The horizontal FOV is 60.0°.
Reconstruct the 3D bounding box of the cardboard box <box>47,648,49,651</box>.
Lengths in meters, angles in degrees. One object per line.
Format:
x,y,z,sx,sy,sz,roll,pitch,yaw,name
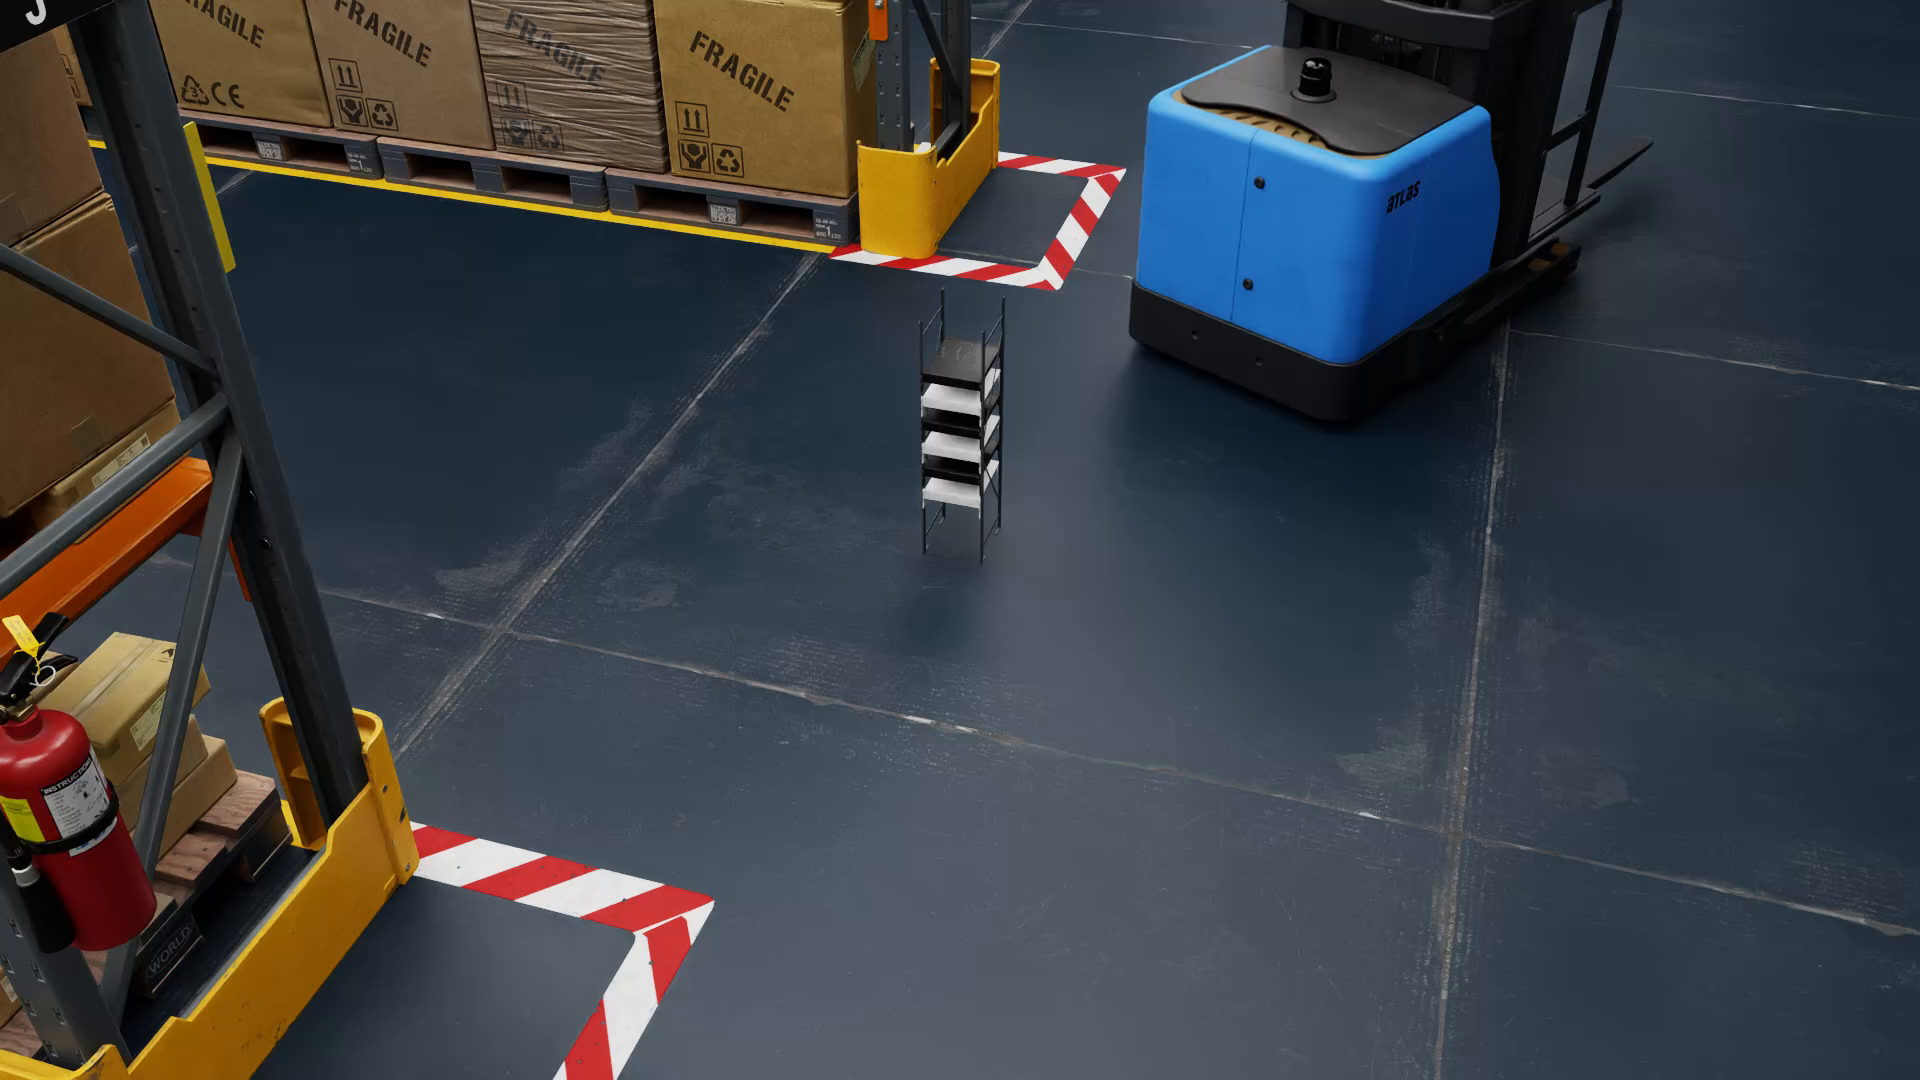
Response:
-2.628,0.323,4.329,0.250,0.149,0.380,10,38,14,cardboard box

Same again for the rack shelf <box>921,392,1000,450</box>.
0.008,-0.407,5.448,0.200,0.077,0.258,10,38,14,rack shelf

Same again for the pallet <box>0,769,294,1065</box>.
-2.566,0.913,4.332,1.213,0.211,1.003,10,38,14,pallet

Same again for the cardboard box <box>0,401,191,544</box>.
-1.940,-0.175,3.669,0.250,0.149,0.380,10,38,14,cardboard box

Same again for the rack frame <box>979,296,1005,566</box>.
0.105,-0.343,5.457,0.006,0.900,0.240,10,38,14,rack frame

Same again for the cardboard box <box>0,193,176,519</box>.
-2.074,-0.429,3.467,0.500,0.500,0.500,12,38,16,cardboard box

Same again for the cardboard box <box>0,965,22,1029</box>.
-2.293,0.971,3.952,0.250,0.149,0.380,11,38,15,cardboard box

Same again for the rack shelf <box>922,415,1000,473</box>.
0.008,-0.334,5.501,0.200,0.077,0.258,10,38,14,rack shelf

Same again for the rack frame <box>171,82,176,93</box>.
-3.971,-3.529,8.014,0.127,3.000,1.000,10,38,14,rack frame

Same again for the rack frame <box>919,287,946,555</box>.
-0.089,-0.379,5.506,0.006,0.900,0.240,10,38,14,rack frame

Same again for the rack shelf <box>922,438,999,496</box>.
0.008,-0.262,5.554,0.200,0.077,0.258,10,38,14,rack shelf

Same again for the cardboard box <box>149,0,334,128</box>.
-3.365,-2.680,8.299,0.875,0.875,0.875,10,38,14,cardboard box

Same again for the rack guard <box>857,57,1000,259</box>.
-0.130,-1.811,7.789,0.348,0.500,1.175,10,38,14,rack guard

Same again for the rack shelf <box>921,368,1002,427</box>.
0.008,-0.479,5.394,0.200,0.077,0.258,10,38,14,rack shelf

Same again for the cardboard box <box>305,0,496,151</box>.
-2.506,-2.521,8.083,0.875,0.875,0.875,10,38,14,cardboard box

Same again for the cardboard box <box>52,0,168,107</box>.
-4.588,-2.944,8.658,0.875,0.875,1.225,11,38,14,cardboard box

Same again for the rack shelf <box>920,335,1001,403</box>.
0.008,-0.552,5.341,0.200,0.077,0.258,10,38,14,rack shelf

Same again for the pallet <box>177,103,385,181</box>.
-3.268,-2.227,8.598,1.213,0.211,1.003,10,38,14,pallet

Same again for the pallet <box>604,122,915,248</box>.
-0.939,-1.796,8.012,1.213,0.211,1.003,10,38,14,pallet

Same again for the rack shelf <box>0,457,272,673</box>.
-3.637,-0.097,3.958,4.000,0.370,1.077,10,38,14,rack shelf

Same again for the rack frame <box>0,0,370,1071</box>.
-1.728,-0.033,3.265,0.127,3.000,1.000,10,38,14,rack frame

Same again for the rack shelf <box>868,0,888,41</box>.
-2.062,-2.886,7.747,4.000,0.370,1.077,10,38,14,rack shelf

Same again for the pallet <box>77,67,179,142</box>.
-4.730,-2.500,8.968,1.213,0.211,1.003,10,38,14,pallet

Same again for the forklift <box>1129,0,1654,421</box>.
2.060,-2.409,6.550,1.130,2.935,3.031,29,45,33,forklift

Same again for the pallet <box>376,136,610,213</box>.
-2.100,-2.013,8.306,1.213,0.211,1.003,10,38,14,pallet

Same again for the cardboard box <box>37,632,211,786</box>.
-2.127,0.421,4.196,0.250,0.149,0.380,9,37,12,cardboard box

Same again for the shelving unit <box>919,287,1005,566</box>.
0.008,-0.361,5.481,0.210,0.900,0.258,10,38,14,shelving unit

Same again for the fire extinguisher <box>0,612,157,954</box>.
-1.625,0.454,2.983,0.183,0.674,0.296,10,38,14,fire extinguisher

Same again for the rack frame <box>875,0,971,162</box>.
-0.153,-2.822,7.054,0.127,3.000,1.000,10,38,14,rack frame

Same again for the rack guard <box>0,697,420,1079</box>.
-1.801,0.960,4.024,0.348,0.500,1.175,10,38,14,rack guard

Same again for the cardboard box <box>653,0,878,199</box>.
-0.787,-2.203,7.651,0.875,0.875,0.875,10,38,14,cardboard box

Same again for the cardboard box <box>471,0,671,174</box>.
-1.656,-2.364,7.870,0.875,0.875,0.875,10,38,14,cardboard box

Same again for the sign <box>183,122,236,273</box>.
-1.567,-0.689,3.425,0.005,0.325,0.100,10,38,14,sign

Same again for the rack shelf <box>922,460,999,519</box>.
0.008,-0.189,5.608,0.200,0.077,0.258,10,38,14,rack shelf

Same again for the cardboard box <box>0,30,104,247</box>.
-2.078,-0.826,3.163,0.500,0.500,0.500,10,38,14,cardboard box

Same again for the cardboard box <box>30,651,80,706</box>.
-2.426,0.441,4.170,0.250,0.149,0.380,11,38,15,cardboard box

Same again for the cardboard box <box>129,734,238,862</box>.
-2.133,0.672,4.357,0.250,0.149,0.380,11,38,15,cardboard box

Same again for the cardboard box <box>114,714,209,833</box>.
-2.152,0.588,4.220,0.250,0.149,0.380,12,38,16,cardboard box
